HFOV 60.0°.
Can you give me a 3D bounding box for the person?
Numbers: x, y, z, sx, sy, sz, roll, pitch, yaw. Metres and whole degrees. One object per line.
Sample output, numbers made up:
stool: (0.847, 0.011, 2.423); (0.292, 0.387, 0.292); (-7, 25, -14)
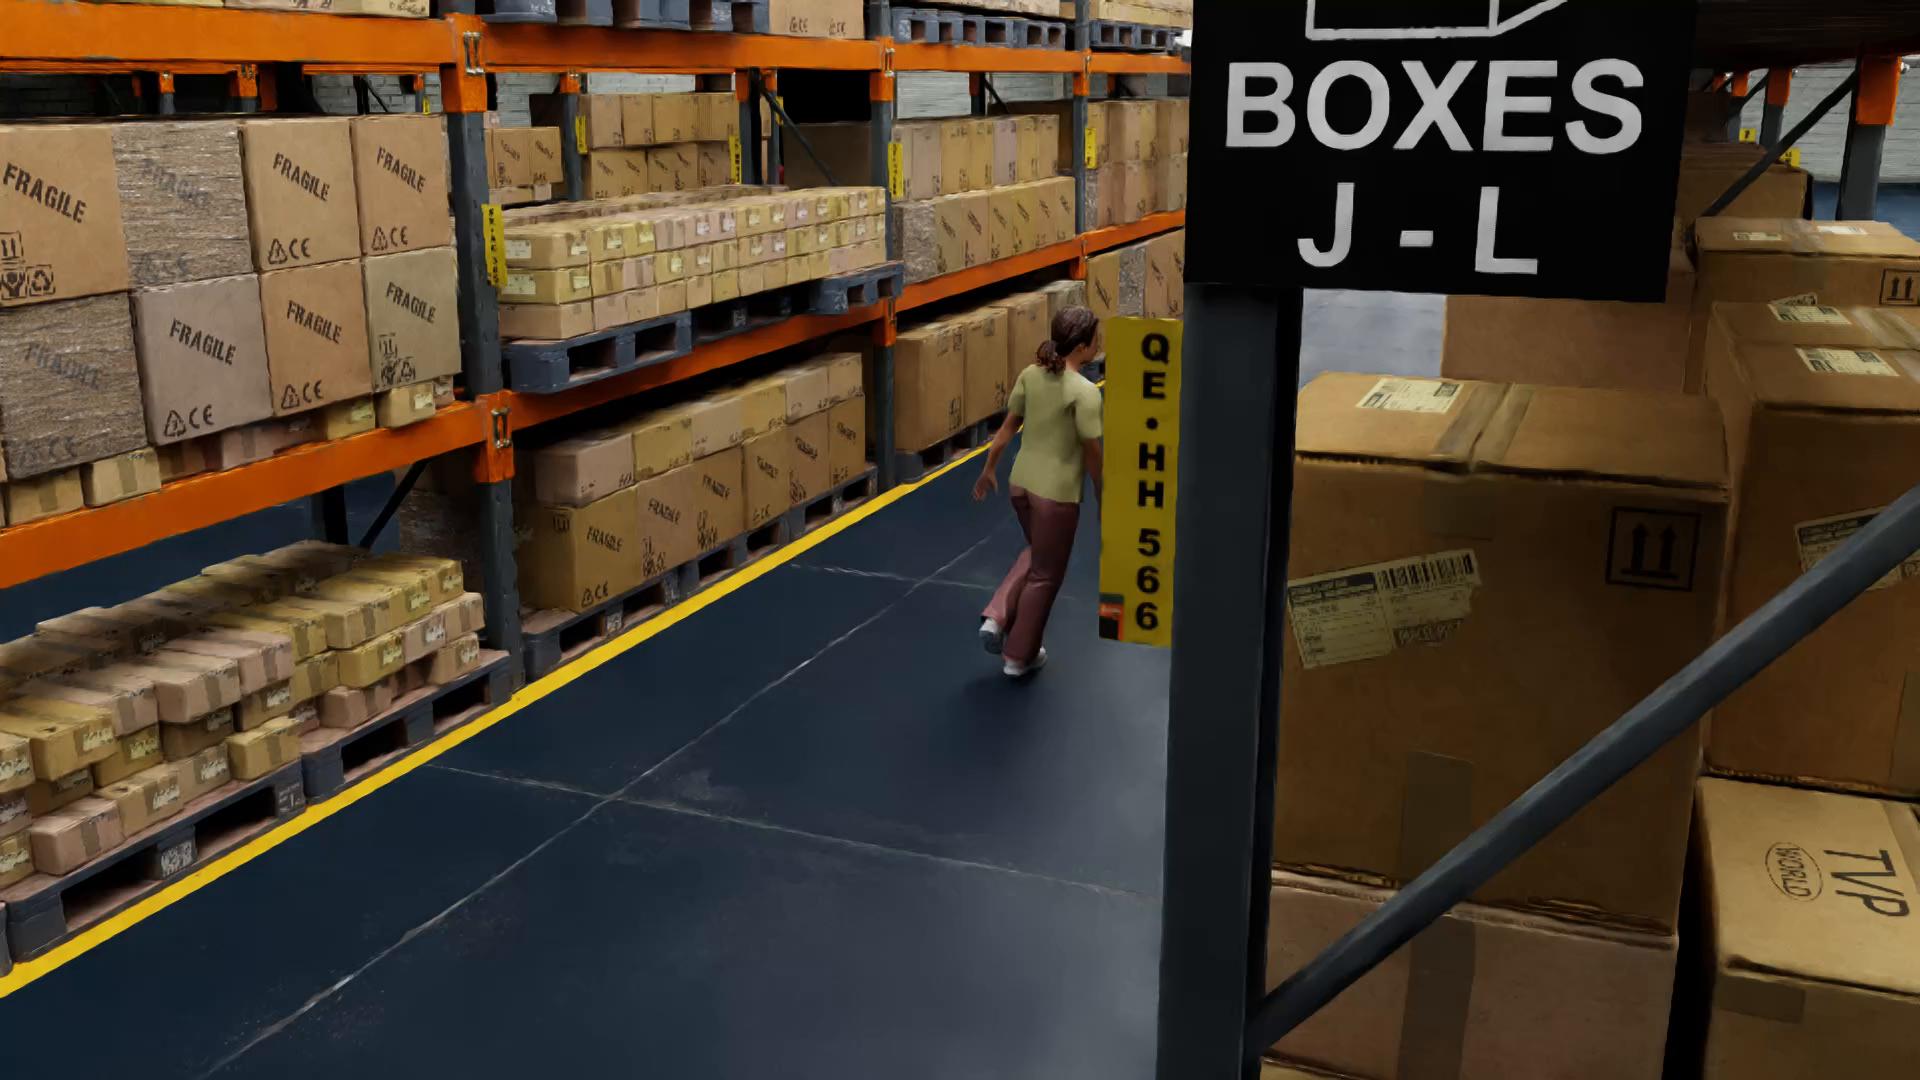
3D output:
person: (0.373, -0.199, 7.184); (0.424, 1.649, 0.638); (-14, 21, -42)
